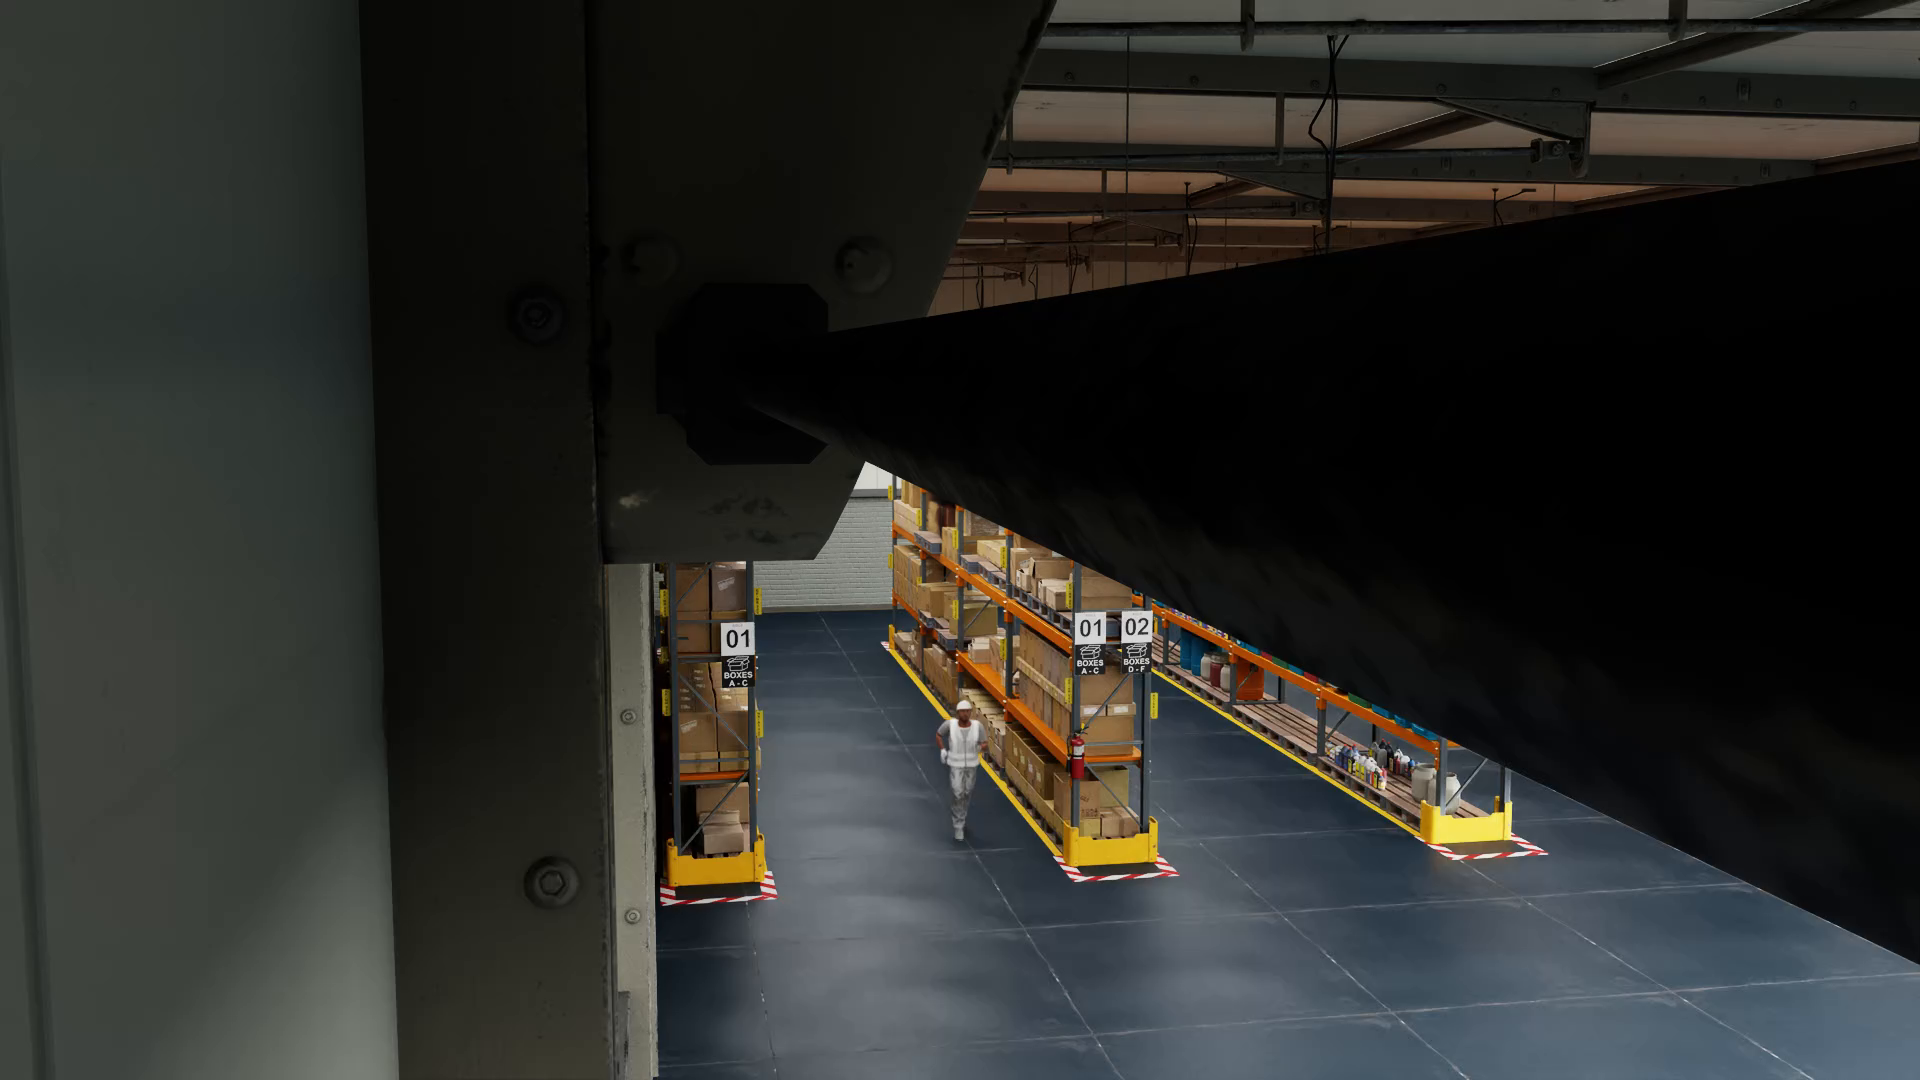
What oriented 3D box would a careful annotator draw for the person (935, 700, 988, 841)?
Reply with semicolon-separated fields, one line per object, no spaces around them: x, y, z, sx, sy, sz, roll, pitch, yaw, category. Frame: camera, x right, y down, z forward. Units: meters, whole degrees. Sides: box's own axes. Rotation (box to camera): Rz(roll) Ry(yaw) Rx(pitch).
0.045;3.048;22.230;0.659;1.848;0.803;-1;6;-14;person
